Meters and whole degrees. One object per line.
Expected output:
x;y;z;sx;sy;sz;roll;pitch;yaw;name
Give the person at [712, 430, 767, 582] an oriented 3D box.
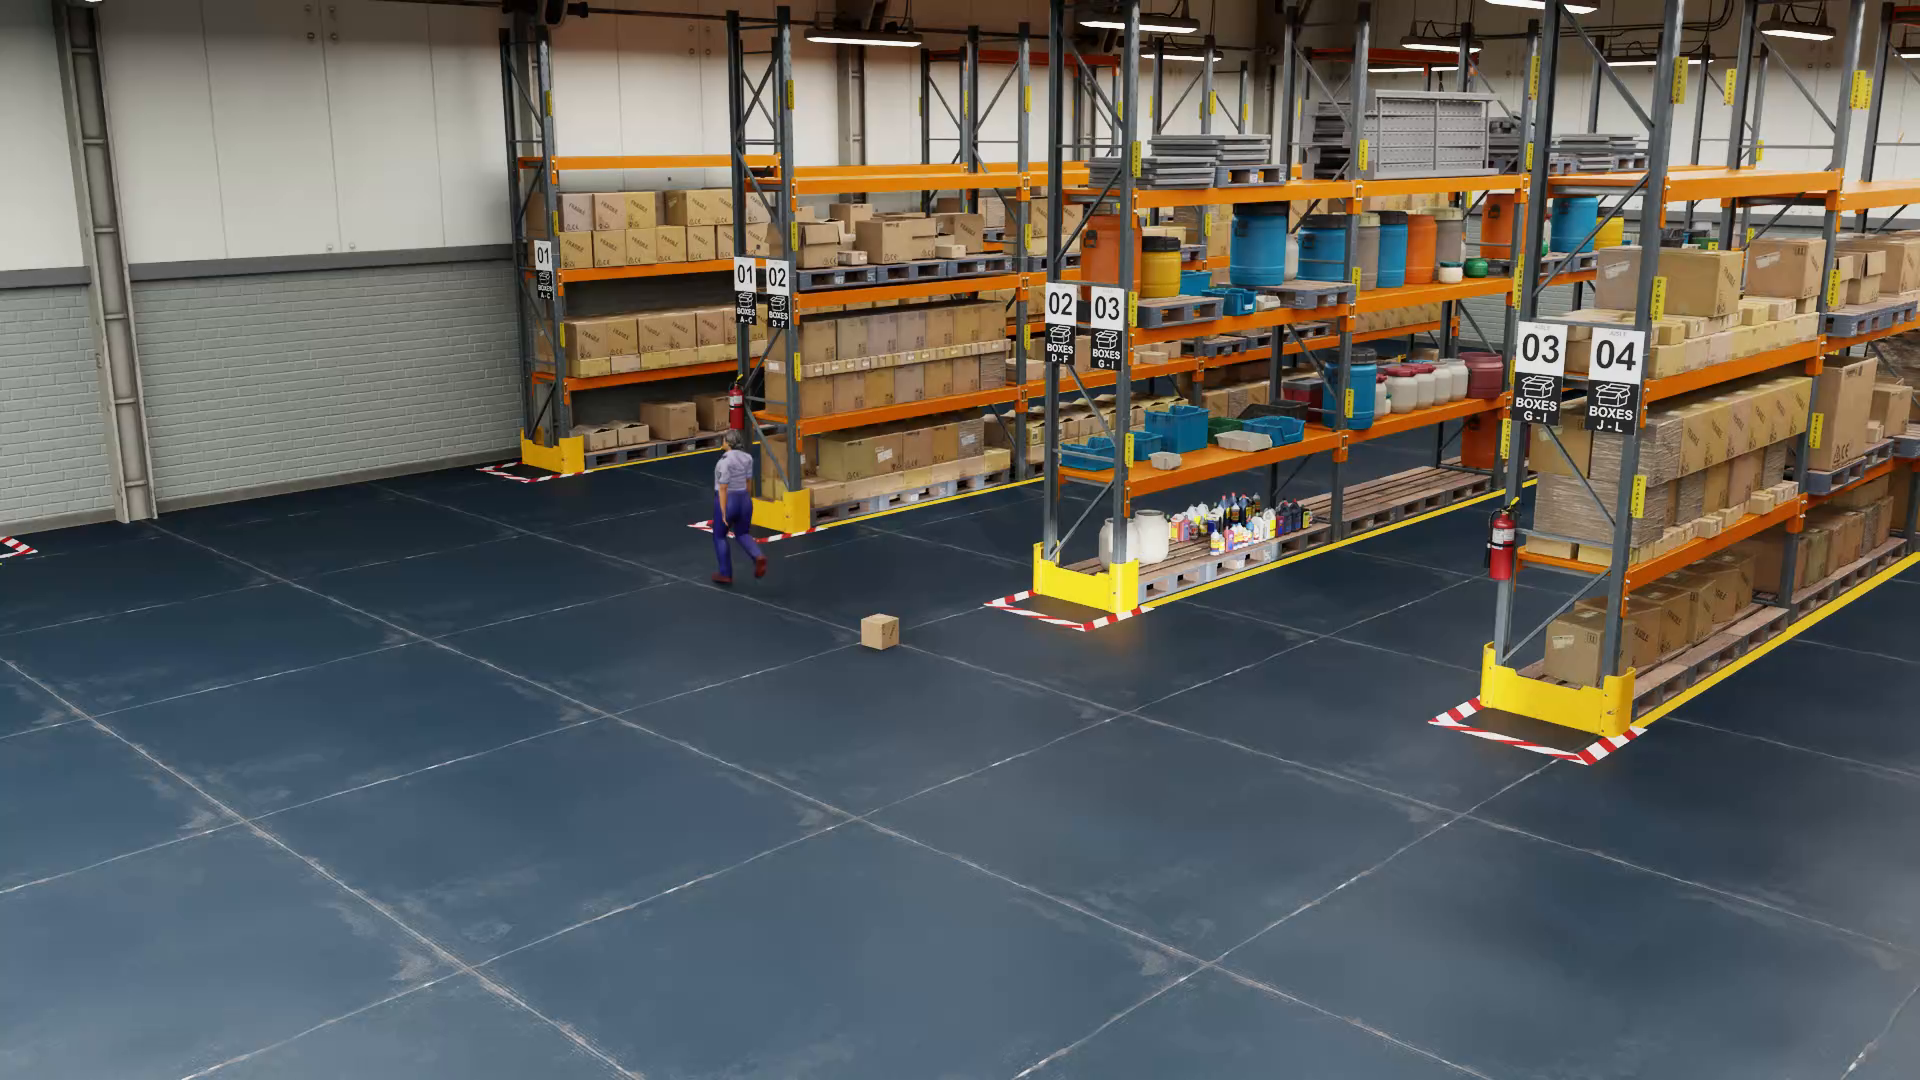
-2.333;-0.344;17.355;0.466;1.623;0.669;-13;19;-42;person
